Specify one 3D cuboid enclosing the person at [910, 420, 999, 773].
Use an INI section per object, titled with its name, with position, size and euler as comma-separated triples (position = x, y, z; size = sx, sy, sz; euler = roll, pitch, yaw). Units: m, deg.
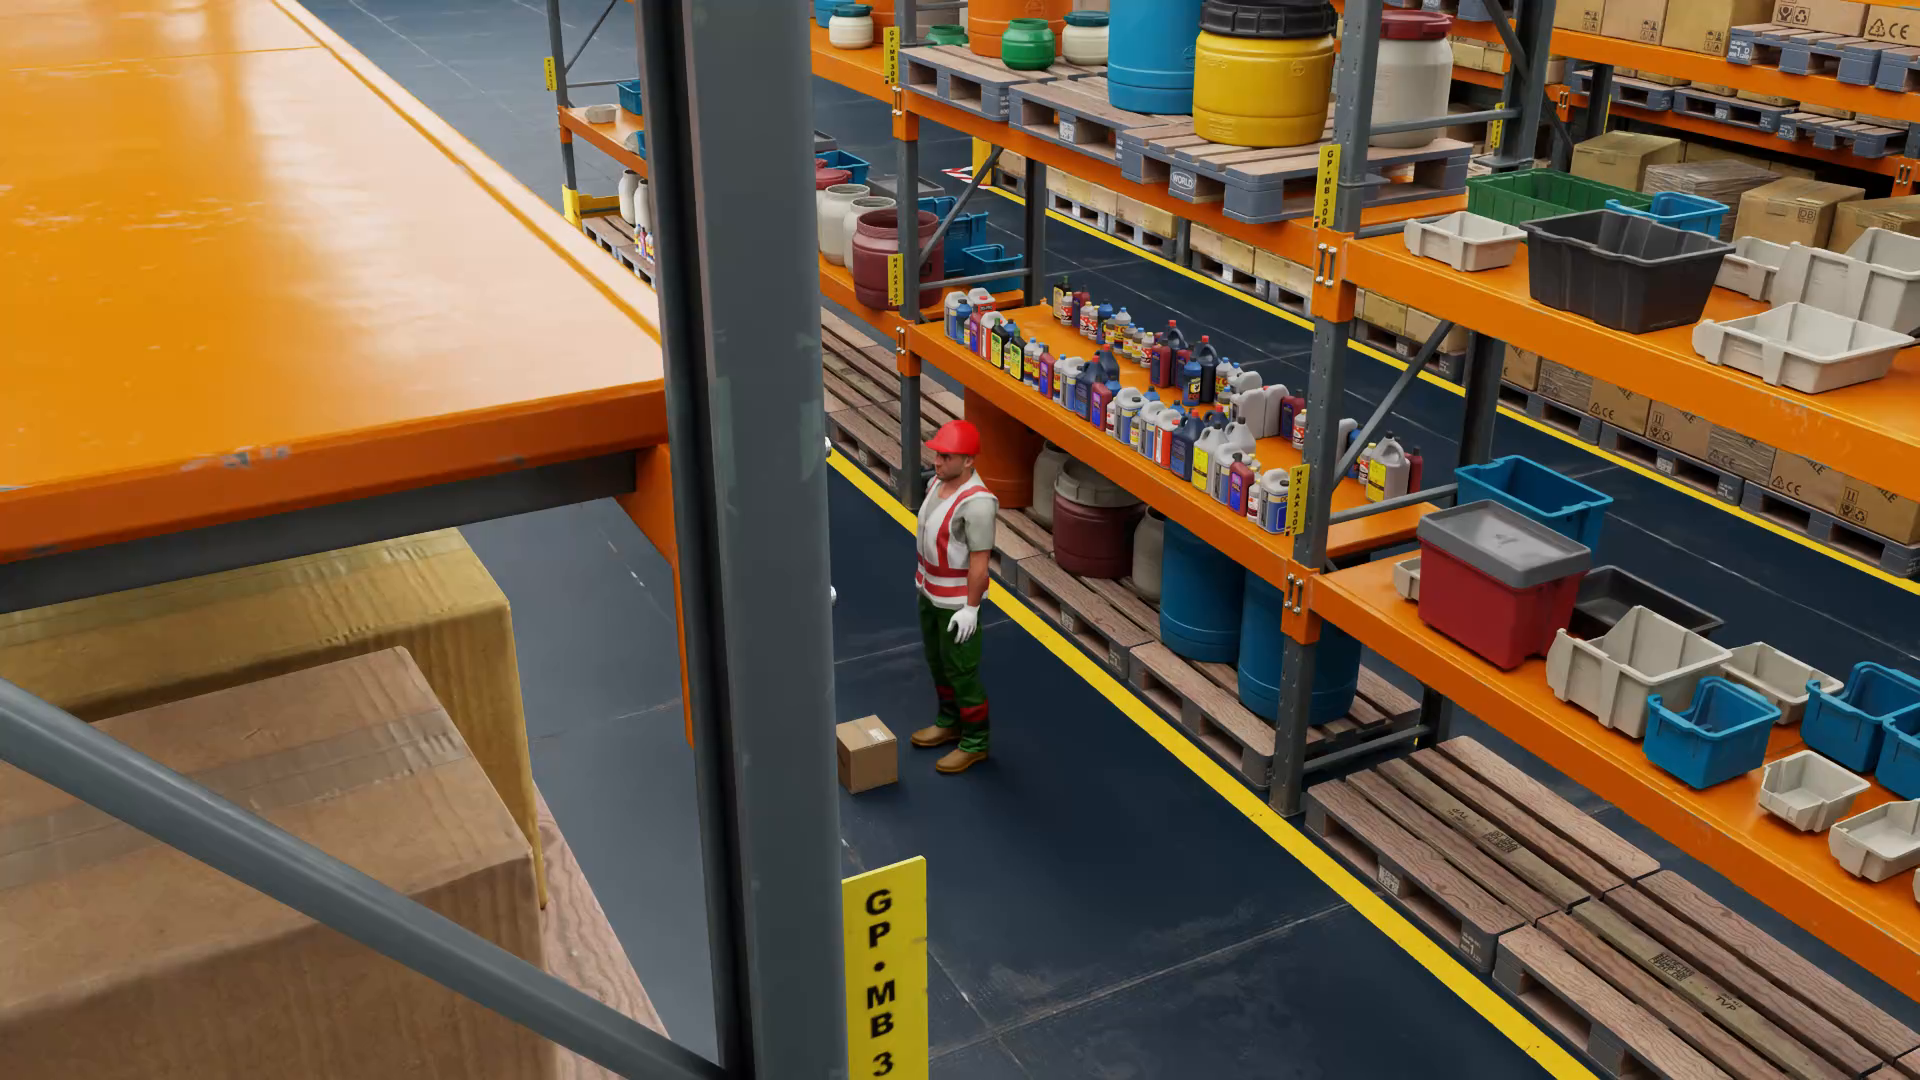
[person]
position = -0.036, 0.264, 8.023
size = 0.337, 1.789, 0.524
euler = -12, 28, -24
